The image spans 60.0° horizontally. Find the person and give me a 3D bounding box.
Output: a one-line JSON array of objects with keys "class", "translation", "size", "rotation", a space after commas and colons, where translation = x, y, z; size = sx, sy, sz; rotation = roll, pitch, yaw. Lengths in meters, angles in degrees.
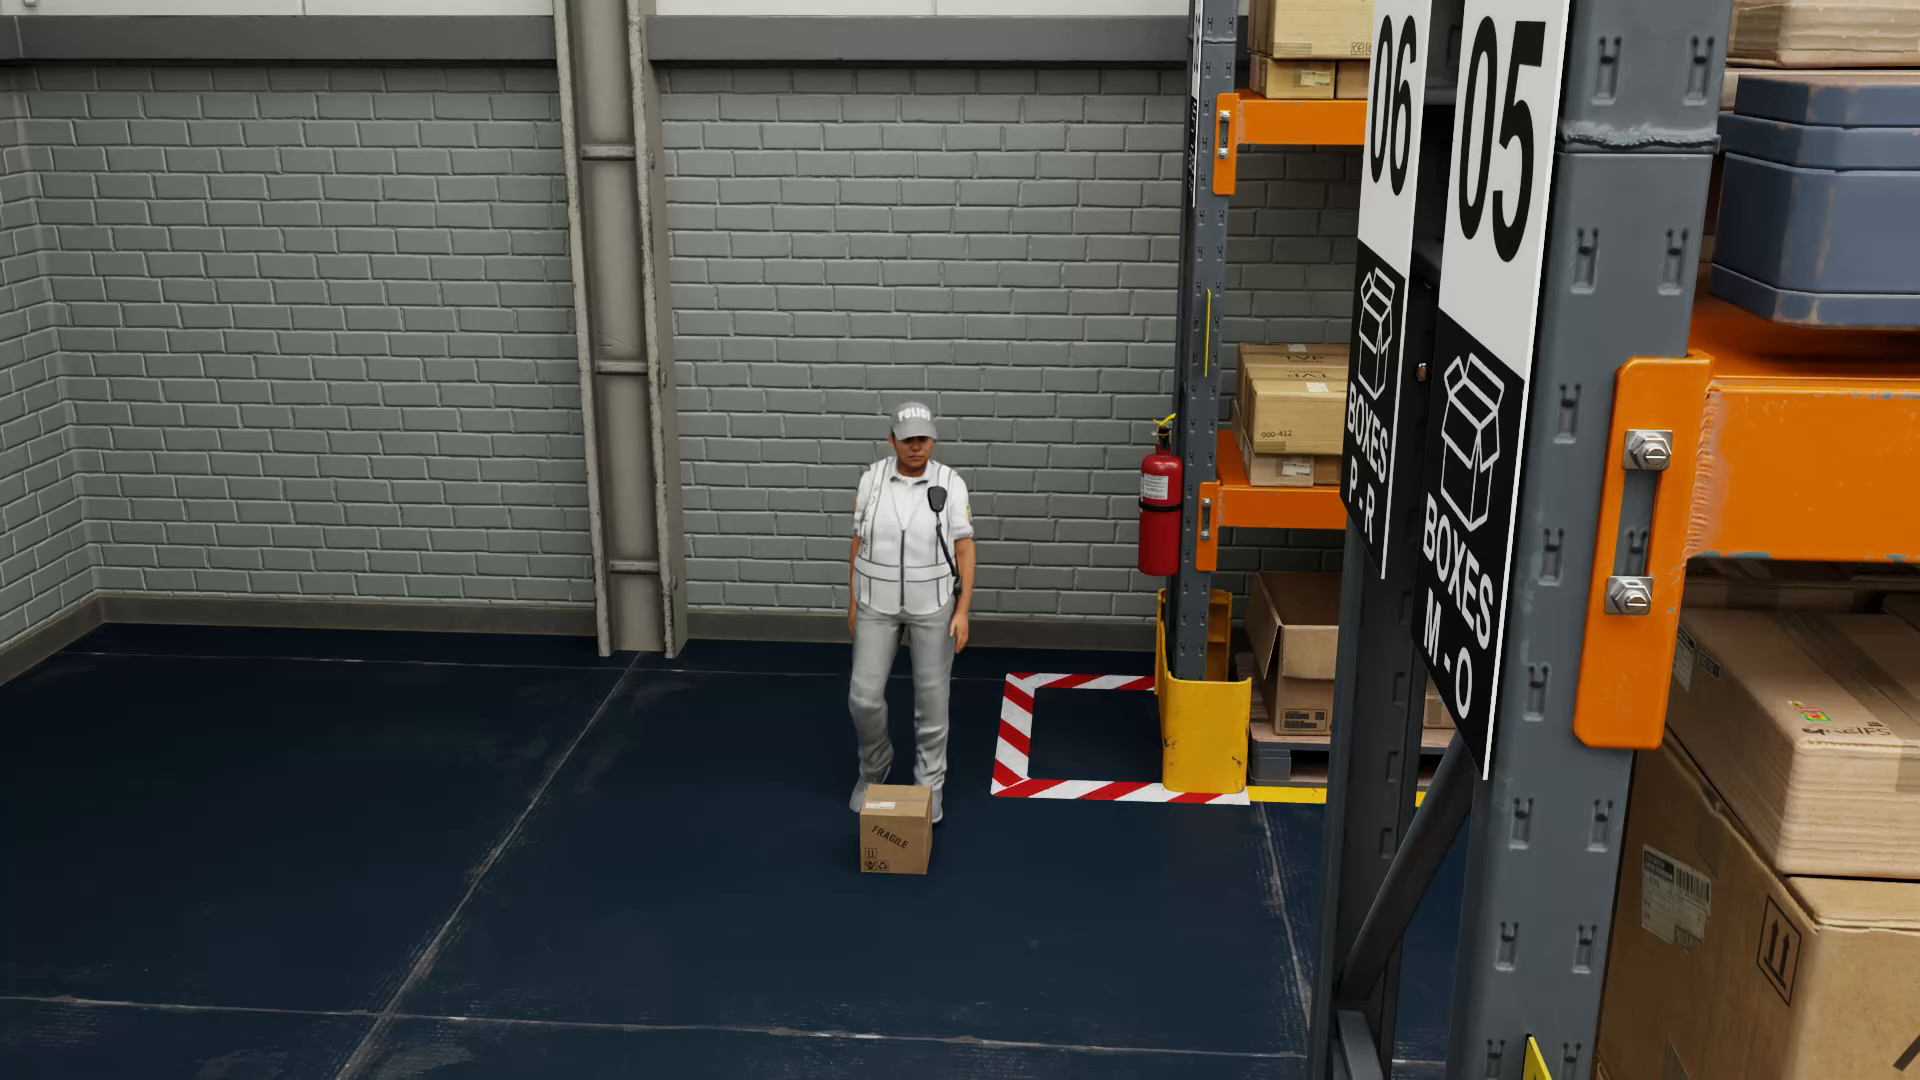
[{"class": "person", "translation": [-0.201, 0.316, 6.575], "size": [0.515, 1.728, 0.439], "rotation": [1, 18, 4]}]
